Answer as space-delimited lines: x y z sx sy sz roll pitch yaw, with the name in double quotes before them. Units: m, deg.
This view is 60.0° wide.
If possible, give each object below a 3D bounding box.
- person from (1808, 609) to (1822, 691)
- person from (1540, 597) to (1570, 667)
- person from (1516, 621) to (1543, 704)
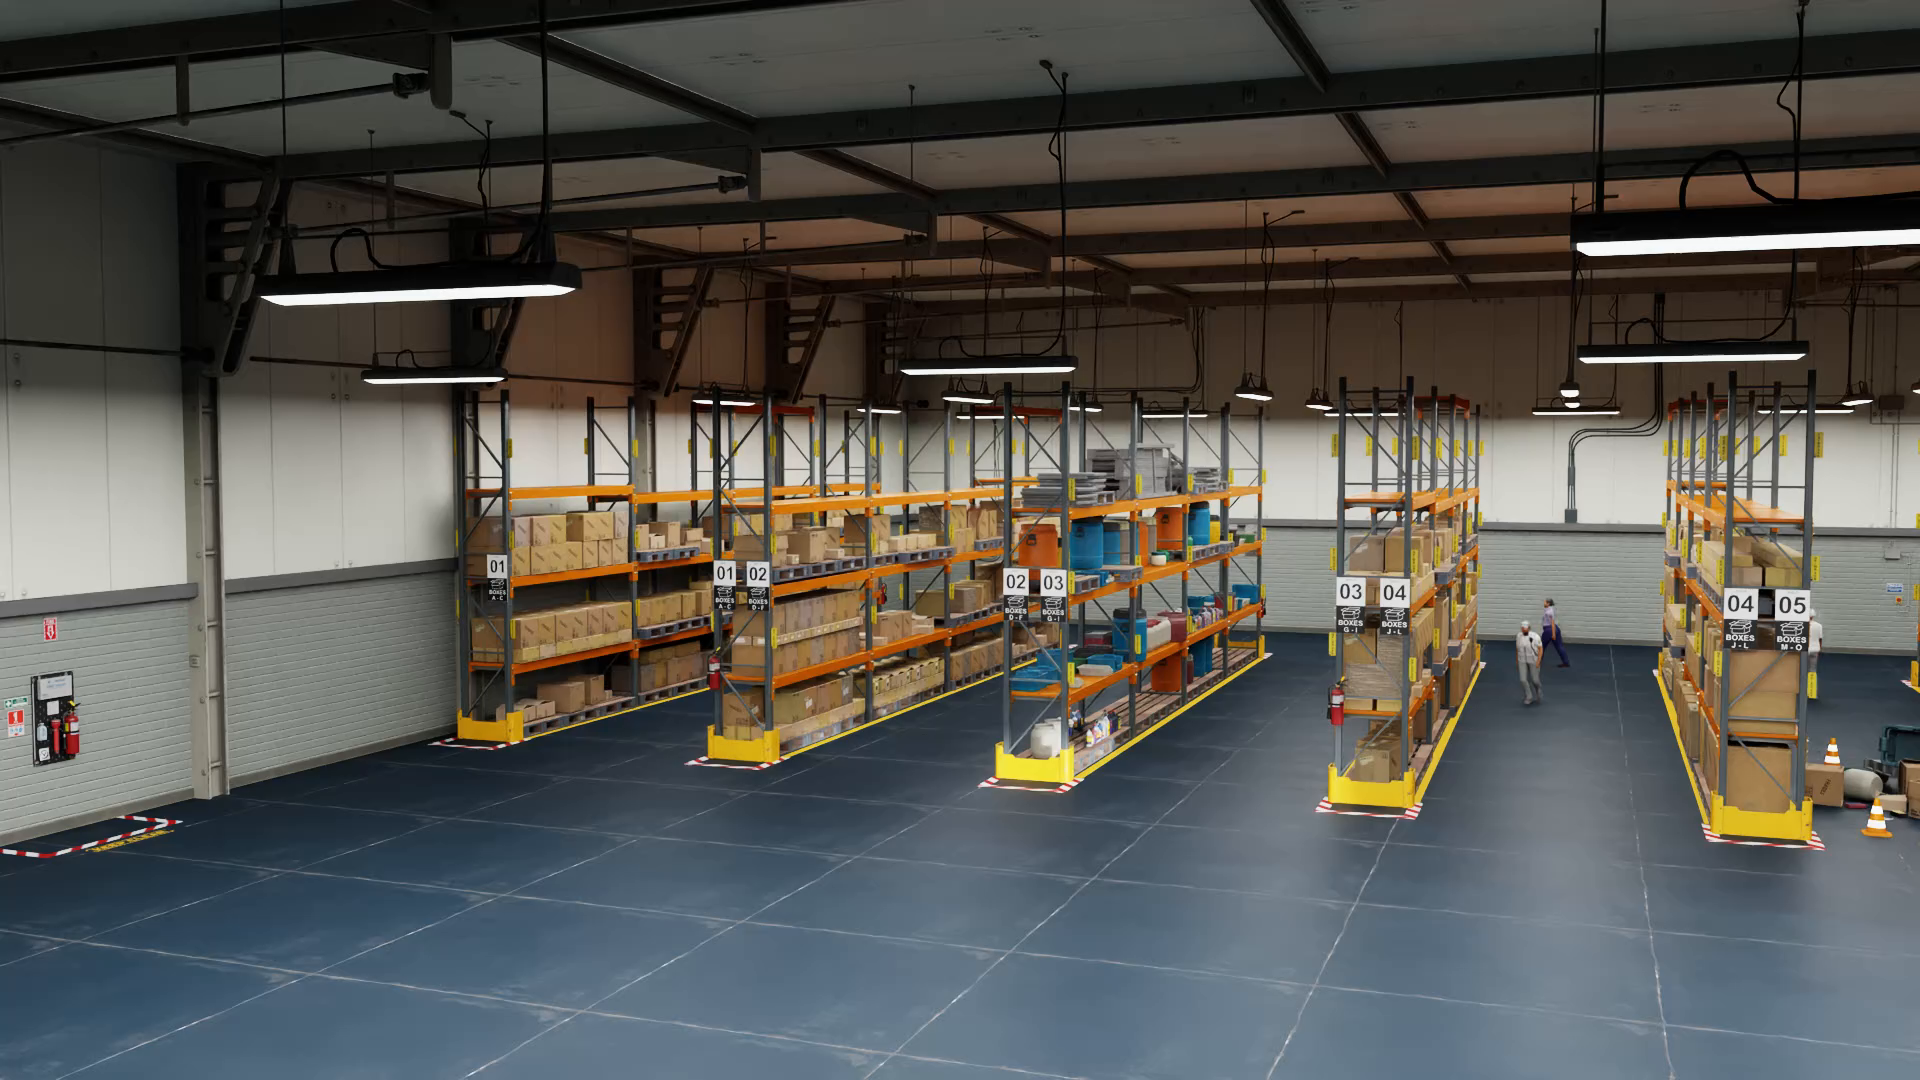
"person" 17.181 2.263 33.587 0.547 1.749 0.553 0 3 2
"person" 13.454 2.102 37.968 0.469 1.560 1.003 -3 4 -44
"person" 11.220 2.392 32.737 0.533 1.635 0.655 2 4 35
